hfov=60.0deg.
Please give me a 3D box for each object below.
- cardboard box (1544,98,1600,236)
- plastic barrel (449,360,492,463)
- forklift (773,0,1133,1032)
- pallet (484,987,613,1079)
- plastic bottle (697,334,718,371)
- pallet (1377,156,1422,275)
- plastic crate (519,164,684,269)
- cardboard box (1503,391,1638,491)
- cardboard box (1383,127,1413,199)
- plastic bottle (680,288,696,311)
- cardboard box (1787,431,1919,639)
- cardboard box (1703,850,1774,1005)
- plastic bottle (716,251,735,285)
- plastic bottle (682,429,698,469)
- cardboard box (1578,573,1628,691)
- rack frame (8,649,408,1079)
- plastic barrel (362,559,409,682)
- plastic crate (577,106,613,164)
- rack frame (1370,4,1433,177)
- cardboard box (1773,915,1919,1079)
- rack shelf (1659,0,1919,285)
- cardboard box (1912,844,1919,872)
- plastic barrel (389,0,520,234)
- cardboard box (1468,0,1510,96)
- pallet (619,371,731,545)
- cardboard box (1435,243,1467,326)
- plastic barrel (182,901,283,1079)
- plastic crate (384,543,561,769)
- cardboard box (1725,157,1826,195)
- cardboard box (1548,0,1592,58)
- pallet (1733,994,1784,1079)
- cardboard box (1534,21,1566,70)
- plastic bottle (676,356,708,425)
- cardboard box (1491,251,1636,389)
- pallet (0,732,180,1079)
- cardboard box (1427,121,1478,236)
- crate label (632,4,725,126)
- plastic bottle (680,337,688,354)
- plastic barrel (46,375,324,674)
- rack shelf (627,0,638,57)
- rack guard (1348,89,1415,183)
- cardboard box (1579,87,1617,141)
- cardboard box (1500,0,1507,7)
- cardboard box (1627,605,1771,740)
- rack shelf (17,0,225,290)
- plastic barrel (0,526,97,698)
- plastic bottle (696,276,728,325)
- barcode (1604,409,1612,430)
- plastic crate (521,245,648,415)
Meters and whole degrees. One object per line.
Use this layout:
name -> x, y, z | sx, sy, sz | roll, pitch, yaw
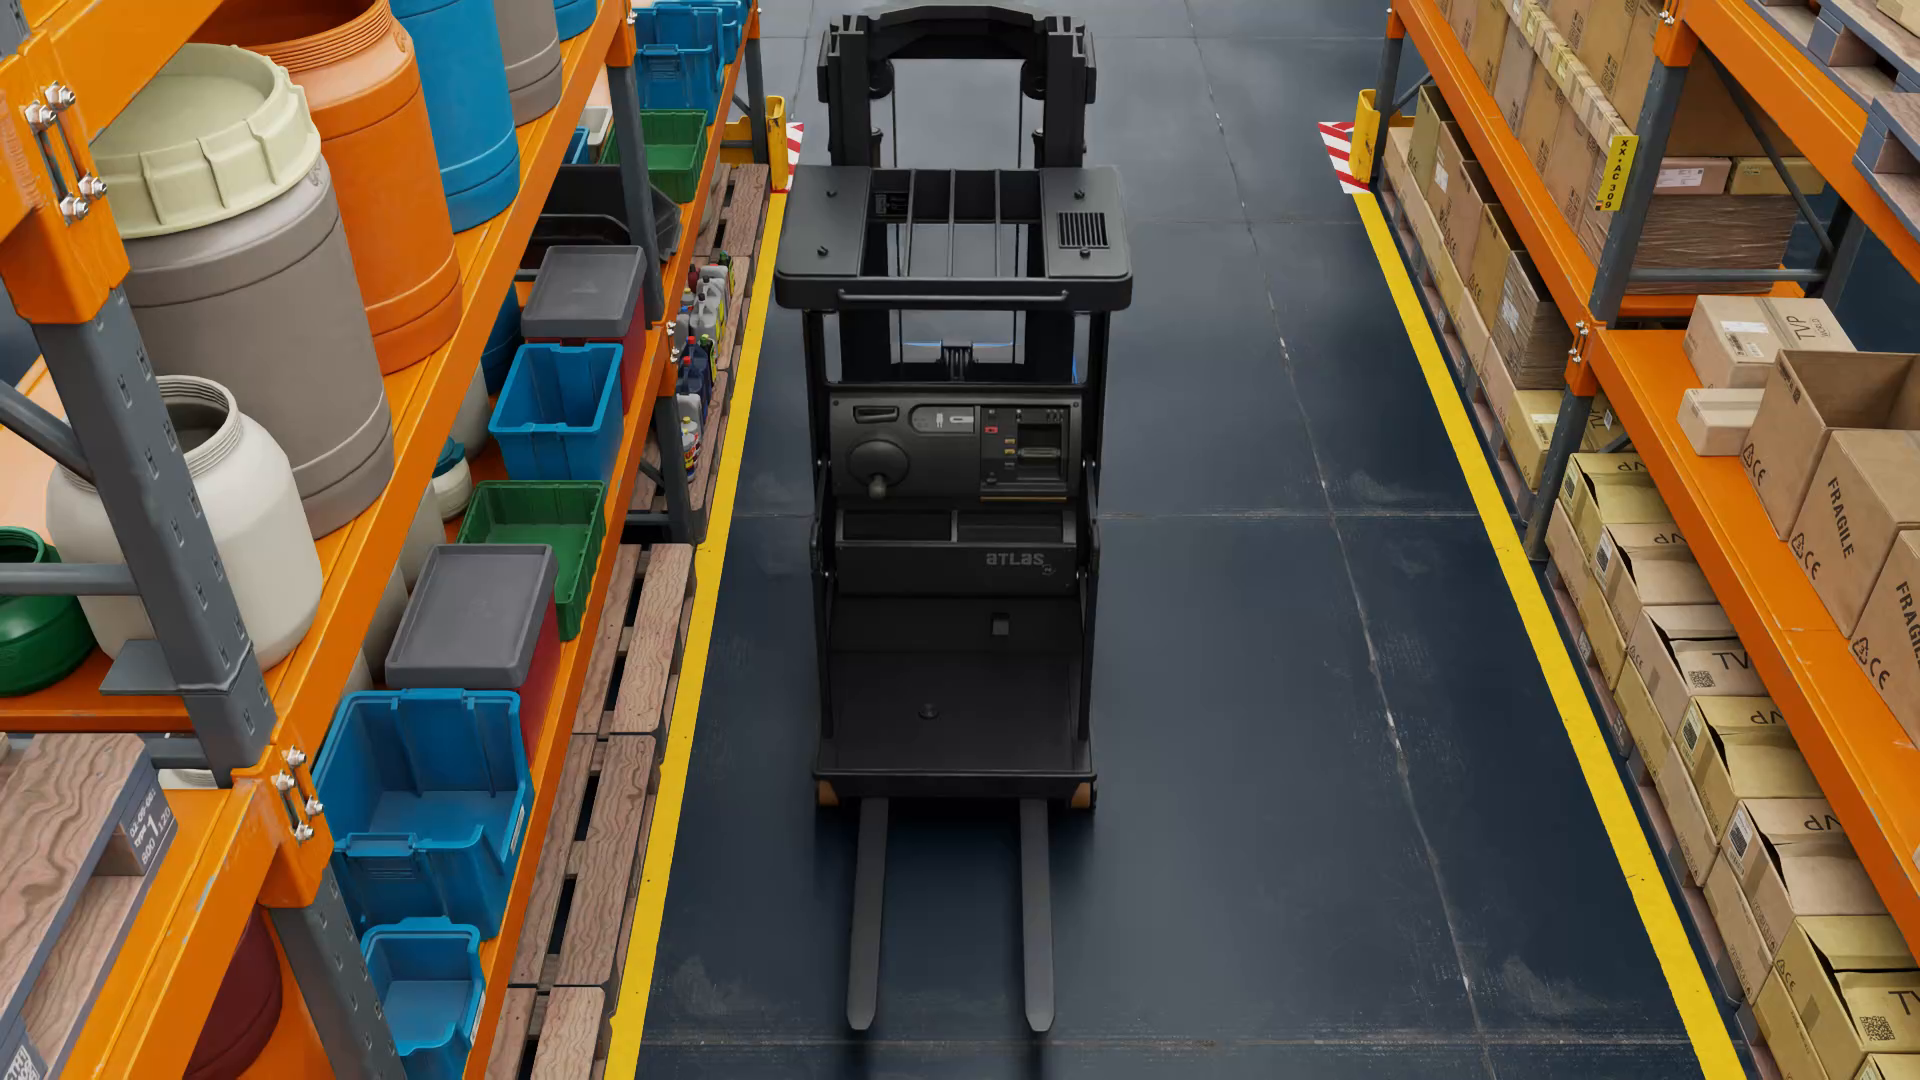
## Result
cardboard box -> 3.177, -1.750, 7.701 | 0.700, 0.500, 0.500 | 0, 39, -1
plastic barrel -> -1.981, -0.557, 6.183 | 0.433, 0.535, 0.433 | 0, 39, 0
forklift -> -0.016, -0.270, 5.989 | 1.130, 2.935, 3.031 | 0, 39, 1
pallet -> -1.720, 2.003, 5.328 | 1.003, 0.211, 1.213 | 0, 39, 0
plastic bottle -> -1.326, -0.982, 8.709 | 0.097, 0.201, 0.097 | 0, 39, 0
pallet -> 3.229, -2.039, 10.371 | 1.003, 0.211, 1.213 | 0, 39, 0
plastic crate -> -1.636, -1.406, 7.401 | 0.767, 0.338, 0.504 | 0, 39, 0
cardboard box -> 2.972, -0.484, 8.064 | 0.500, 0.250, 0.500 | 0, 39, 0
cardboard box -> 2.964, -2.361, 10.405 | 0.500, 0.250, 0.500 | 0, 39, 0
plastic bottle -> -1.478, -1.279, 9.079 | 0.097, 0.201, 0.097 | 0, 39, 0
cardboard box -> 3.177, -0.020, 5.542 | 0.500, 0.500, 0.500 | 0, 39, 0
cardboard box -> 2.949, 1.341, 5.786 | 0.500, 0.250, 0.500 | 1, 39, 1
plastic bottle -> -1.327, -1.535, 9.399 | 0.097, 0.201, 0.097 | 0, 39, 0
plastic bottle -> -1.325, -0.445, 8.038 | 0.097, 0.201, 0.097 | 0, 39, 0
cardboard box -> 2.943, 0.377, 6.989 | 0.500, 0.250, 0.500 | 1, 39, 1
rack frame -> -1.758, 1.399, 3.851 | 1.000, 3.000, 0.127 | 0, 39, 0
plastic barrel -> -1.979, 0.172, 5.273 | 0.433, 0.535, 0.433 | 0, 39, 0
plastic crate -> -2.018, -2.015, 8.322 | 0.530, 0.136, 0.437 | 0, 39, 0
rack frame -> 3.186, -3.605, 10.096 | 1.000, 3.000, 0.127 | 0, 39, 0
cardboard box -> 2.941, 1.436, 5.220 | 0.500, 0.311, 0.500 | -1, 39, -1
rack shelf -> 3.193, -0.743, 4.700 | 1.077, 0.370, 4.000 | 0, 39, 0
cardboard box -> 2.918, 0.933, 4.633 | 0.380, 0.149, 0.250 | 0, 39, 0
plastic barrel -> -1.543, -1.333, 4.460 | 0.600, 0.901, 0.708 | 0, 39, 0
cardboard box -> 3.174, -2.713, 8.903 | 0.700, 0.500, 0.500 | 0, 39, 0
pallet -> -1.722, -0.434, 8.369 | 1.003, 0.211, 1.213 | 0, 39, 0
cardboard box -> 2.964, -1.423, 9.235 | 0.500, 0.250, 0.500 | 0, 39, 0
plastic barrel -> -2.061, 1.056, 4.171 | 0.600, 0.536, 0.708 | 0, 39, 0
plastic crate -> -1.454, 0.363, 5.093 | 0.402, 0.464, 0.583 | 0, 39, 0
cardboard box -> 3.384, -1.564, 6.950 | 0.380, 0.149, 0.250 | 0, 39, 0
cardboard box -> 3.182, -2.556, 7.669 | 0.700, 0.500, 0.500 | 0, 39, 0
pallet -> 3.234, 1.971, 5.367 | 1.003, 0.211, 1.213 | 0, 39, 0
cardboard box -> 2.976, -2.360, 7.943 | 0.380, 0.149, 0.250 | 1, 39, 1
plastic bottle -> -1.348, -0.746, 8.294 | 0.144, 0.351, 0.185 | 1, 39, 1
cardboard box -> 2.983, -1.090, 8.220 | 0.500, 0.500, 0.500 | 0, 39, 0
pallet -> -1.855, 0.780, 2.375 | 1.003, 0.211, 1.213 | 0, 39, 0
cardboard box -> 2.980, -2.028, 9.391 | 0.500, 0.500, 0.500 | 0, 39, 0
crate label -> -1.495, -2.467, 8.647 | 0.502, 0.435, 0.616 | 0, 39, 0
plastic bottle -> -1.386, -0.925, 8.581 | 0.097, 0.271, 0.097 | 0, 39, 0
plastic barrel -> -1.452, -0.010, 3.121 | 0.421, 0.512, 0.421 | 0, 39, 0
rack shelf -> -1.765, -3.243, 7.820 | 1.077, 0.370, 4.000 | 0, 39, 0
rack guard -> 3.186, -2.645, 10.896 | 1.175, 0.500, 0.348 | 0, 39, 0
cardboard box -> 2.975, -1.884, 7.349 | 0.380, 0.149, 0.250 | -1, 39, -1
cardboard box -> 2.975, -2.846, 8.550 | 0.380, 0.149, 0.250 | -1, 39, -1
cardboard box -> 2.939, 0.482, 6.410 | 0.500, 0.311, 0.500 | -1, 39, -2
rack shelf -> -1.760, -1.756, 3.886 | 1.077, 0.370, 4.000 | 0, 39, 0
plastic barrel -> -1.809, 0.135, 3.154 | 0.294, 0.245, 0.294 | 0, 39, 0
plastic bottle -> -1.354, -1.320, 9.070 | 0.152, 0.276, 0.135 | -1, 39, -1
barcode -> 2.775, -0.515, 7.119 | 0.001, 0.075, 0.075 | 0, 39, 0
plastic crate -> -1.456, -0.825, 6.575 | 0.402, 0.464, 0.583 | 0, 39, 0
